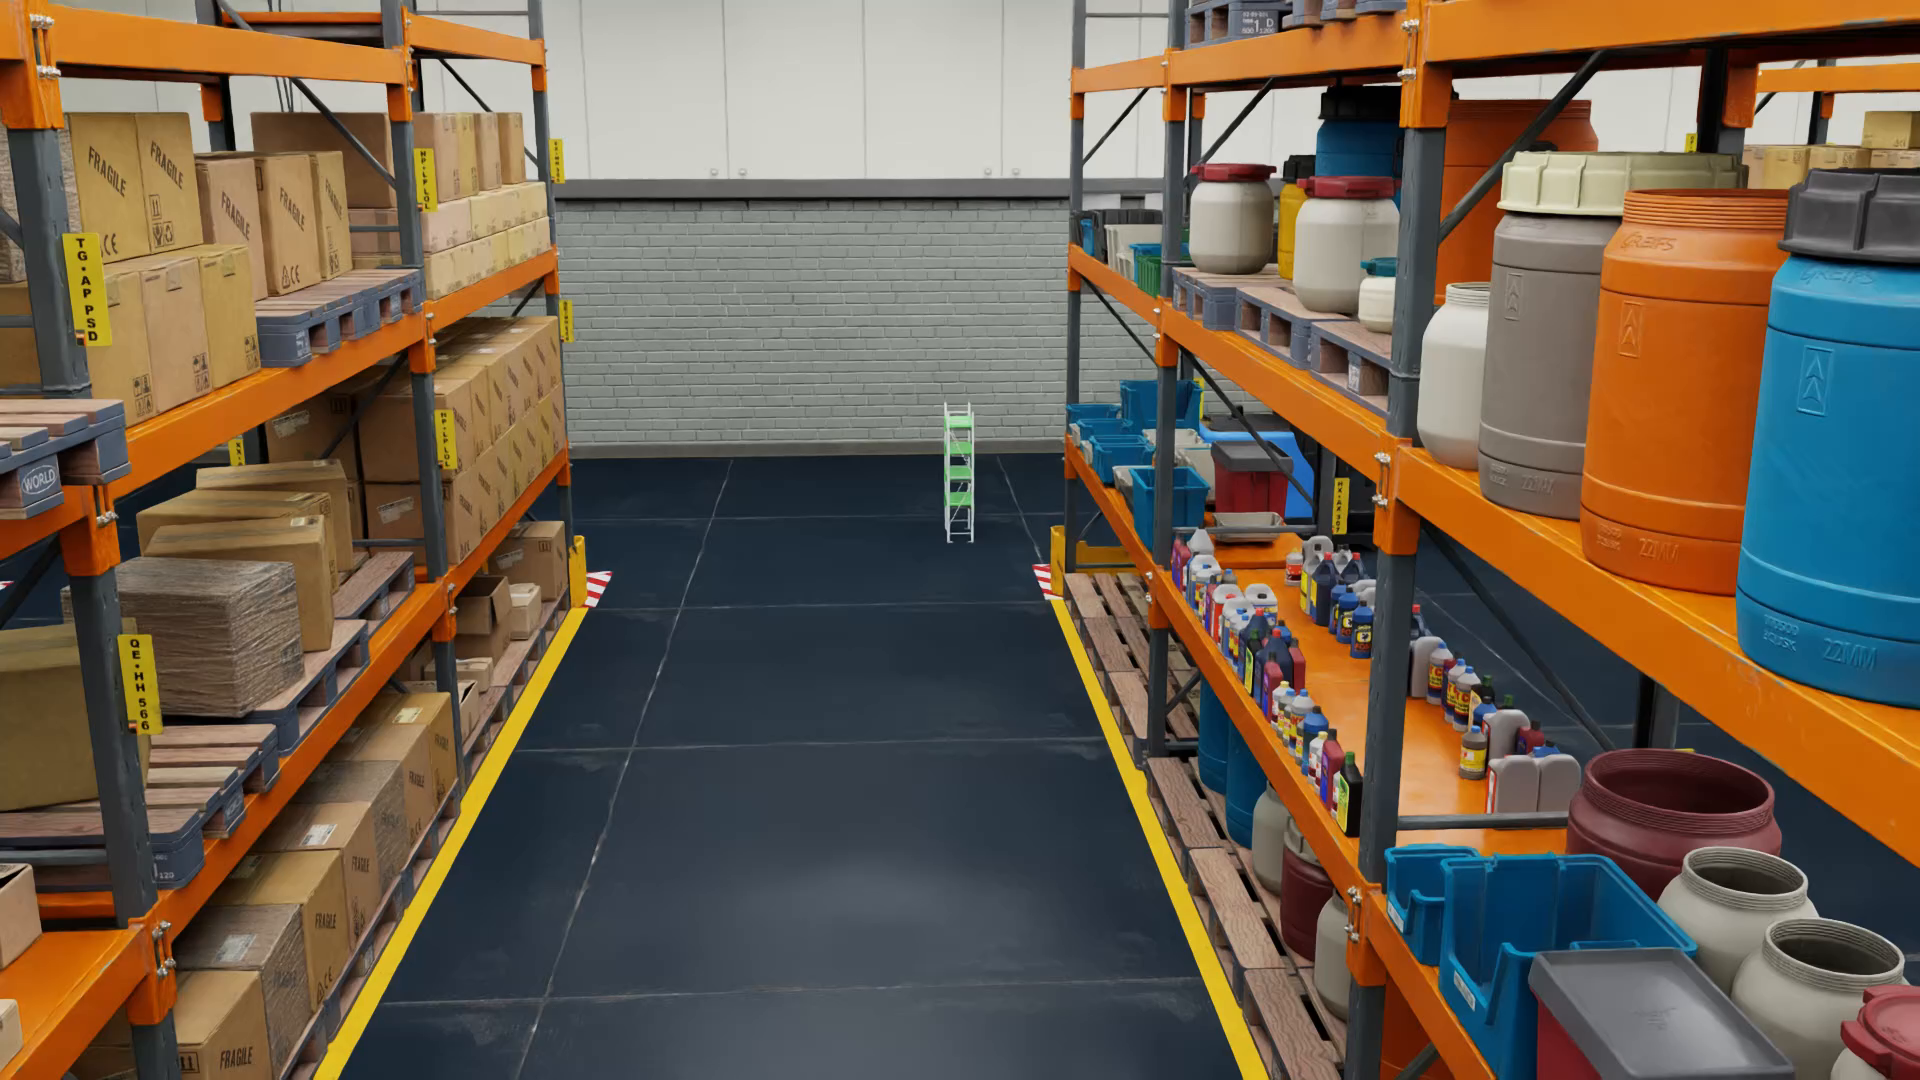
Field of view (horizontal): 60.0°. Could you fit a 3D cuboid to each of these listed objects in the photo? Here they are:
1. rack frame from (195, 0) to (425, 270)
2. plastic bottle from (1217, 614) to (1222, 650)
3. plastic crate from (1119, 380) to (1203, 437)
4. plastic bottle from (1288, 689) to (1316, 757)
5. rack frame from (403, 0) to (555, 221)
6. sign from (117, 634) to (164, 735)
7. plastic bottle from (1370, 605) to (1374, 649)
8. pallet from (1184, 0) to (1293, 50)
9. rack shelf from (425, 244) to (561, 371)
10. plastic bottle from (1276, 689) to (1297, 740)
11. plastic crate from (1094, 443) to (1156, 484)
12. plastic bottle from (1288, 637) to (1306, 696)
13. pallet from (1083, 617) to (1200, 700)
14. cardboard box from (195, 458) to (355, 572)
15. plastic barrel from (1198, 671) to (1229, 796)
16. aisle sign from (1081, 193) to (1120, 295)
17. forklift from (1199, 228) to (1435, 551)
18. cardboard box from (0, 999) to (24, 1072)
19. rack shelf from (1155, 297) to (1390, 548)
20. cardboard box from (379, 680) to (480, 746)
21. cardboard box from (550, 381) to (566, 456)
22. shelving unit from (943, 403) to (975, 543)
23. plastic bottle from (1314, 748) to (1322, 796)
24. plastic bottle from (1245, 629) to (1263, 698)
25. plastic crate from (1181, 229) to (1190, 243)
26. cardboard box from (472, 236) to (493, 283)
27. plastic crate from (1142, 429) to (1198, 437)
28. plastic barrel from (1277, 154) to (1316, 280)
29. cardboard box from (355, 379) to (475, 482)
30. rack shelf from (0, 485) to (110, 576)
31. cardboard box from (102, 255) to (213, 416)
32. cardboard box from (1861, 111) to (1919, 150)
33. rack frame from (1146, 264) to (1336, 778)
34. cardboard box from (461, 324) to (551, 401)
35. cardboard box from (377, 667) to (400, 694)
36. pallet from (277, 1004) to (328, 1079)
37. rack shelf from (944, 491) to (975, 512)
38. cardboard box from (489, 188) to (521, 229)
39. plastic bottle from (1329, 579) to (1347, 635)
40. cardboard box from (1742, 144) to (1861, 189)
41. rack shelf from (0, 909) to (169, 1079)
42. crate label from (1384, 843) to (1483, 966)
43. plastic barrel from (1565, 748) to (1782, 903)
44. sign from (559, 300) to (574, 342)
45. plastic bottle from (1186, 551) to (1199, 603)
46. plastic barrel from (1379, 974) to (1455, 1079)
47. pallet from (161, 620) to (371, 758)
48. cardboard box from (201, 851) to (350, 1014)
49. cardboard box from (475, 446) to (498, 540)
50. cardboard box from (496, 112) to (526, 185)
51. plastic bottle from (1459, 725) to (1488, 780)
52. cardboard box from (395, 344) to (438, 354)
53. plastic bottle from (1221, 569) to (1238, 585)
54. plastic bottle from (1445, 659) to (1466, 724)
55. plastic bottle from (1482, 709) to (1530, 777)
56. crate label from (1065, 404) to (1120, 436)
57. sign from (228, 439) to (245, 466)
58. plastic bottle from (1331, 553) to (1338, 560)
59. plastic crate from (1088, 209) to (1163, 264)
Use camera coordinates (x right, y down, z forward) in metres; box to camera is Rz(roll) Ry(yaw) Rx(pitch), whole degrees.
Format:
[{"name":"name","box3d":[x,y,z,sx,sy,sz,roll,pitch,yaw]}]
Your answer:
[{"name":"rack frame","box3d":[-3.344,-2.880,8.386,1.000,3.000,0.127,-1,14,-3]},{"name":"plastic bottle","box3d":[1.286,0.426,7.973,0.097,0.201,0.097,0,14,0]},{"name":"plastic crate","box3d":[1.559,-1.011,12.969,0.616,0.435,0.499,-1,14,-3]},{"name":"plastic bottle","box3d":[1.370,0.729,6.654,0.097,0.271,0.097,0,14,0]},{"name":"rack frame","box3d":[-3.592,-3.875,12.252,1.000,3.000,0.127,-1,14,-3]},{"name":"sign","box3d":[-2.542,0.450,5.159,0.100,0.325,0.005,-1,14,-3]},{"name":"plastic bottle","box3d":[2.024,0.410,7.886,0.152,0.276,0.135,-1,14,-3]},{"name":"pallet","box3d":[1.682,-2.466,7.955,1.003,0.211,1.213,-1,14,-3]},{"name":"rack shelf","box3d":[-3.468,-1.577,10.783,1.077,0.370,4.000,-1,14,-3]},{"name":"plastic bottle","box3d":[1.358,0.715,6.851,0.097,0.201,0.097,0,14,0]},{"name":"plastic crate","box3d":[1.139,-0.525,11.486,0.416,0.233,0.300,-1,14,-3]},{"name":"plastic bottle","box3d":[1.459,0.574,7.233,0.061,0.283,0.133,-1,14,-3]},{"name":"pallet","box3d":[1.437,0.813,11.665,1.003,0.211,1.213,-1,14,-3]},{"name":"cardboard box","box3d":[-3.538,-0.106,8.597,0.700,0.500,0.500,-6,16,-22]},{"name":"plastic barrel","box3d":[1.617,0.898,9.109,0.600,0.901,0.708,-1,14,-3]},{"name":"aisle sign","box3d":[1.051,-2.318,13.021,0.394,0.787,0.004,-1,14,-3]},{"name":"forklift","box3d":[3.628,-1.454,15.020,3.031,2.935,1.130,-1,14,-2]},{"name":"cardboard box","box3d":[-2.765,1.361,4.446,0.380,0.149,0.250,-1,14,-3]},{"name":"rack shelf","box3d":[1.724,-0.658,7.210,1.077,0.370,4.000,-1,14,-3]},{"name":"cardboard box","box3d":[-3.154,1.006,9.832,0.500,0.311,0.500,-1,14,-3]},{"name":"cardboard box","box3d":[-3.292,-0.911,12.571,0.500,0.500,0.500,0,14,-2]},{"name":"shelving unit","box3d":[-0.010,-0.622,15.260,0.258,1.200,0.503,-1,14,-3]},{"name":"plastic bottle","box3d":[1.394,0.860,6.287,0.097,0.201,0.097,0,14,0]},{"name":"plastic bottle","box3d":[1.306,0.543,7.353,0.061,0.283,0.133,-1,14,-3]},{"name":"plastic crate","box3d":[1.698,-2.155,12.010,0.450,0.188,0.336,-1,14,-3]},{"name":"cardboard box","box3d":[-3.184,-1.729,10.230,0.500,0.250,0.500,-1,14,-3]},{"name":"plastic crate","box3d":[1.583,-0.747,12.541,0.396,0.136,0.243,-1,14,-3]},{"name":"plastic barrel","box3d":[1.859,-1.574,8.108,0.600,0.588,0.600,0,14,0]},{"name":"cardboard box","box3d":[-3.092,-0.629,9.469,0.500,0.500,0.500,-1,14,-2]},{"name":"rack shelf","box3d":[-2.972,0.413,3.050,1.077,0.370,4.000,-1,14,-3]},{"name":"cardboard box","box3d":[-3.188,-0.716,5.794,0.910,0.500,0.500,-1,14,-3]},{"name":"cardboard box","box3d":[6.411,-2.735,11.093,0.500,0.250,0.500,-1,14,-5]},{"name":"rack frame","box3d":[1.600,-0.051,9.427,1.000,3.000,0.127,-1,14,-3]},{"name":"cardboard box","box3d":[-3.258,-1.270,11.961,0.500,0.500,0.500,0,14,-2]},{"name":"cardboard box","box3d":[-3.662,0.885,9.924,0.500,0.500,0.500,-1,14,-3]},{"name":"pallet","box3d":[-3.105,2.184,6.339,1.003,0.211,1.213,-1,14,-3]},{"name":"rack shelf","box3d":[-0.010,-0.328,15.336,0.258,0.148,0.480,-1,14,-3]},{"name":"cardboard box","box3d":[-3.247,-2.219,11.134,0.500,0.250,0.500,-1,14,-3]},{"name":"plastic bottle","box3d":[1.878,0.328,8.216,0.097,0.271,0.097,0,14,0]},{"name":"cardboard box","box3d":[6.381,-2.746,12.640,0.700,0.500,0.500,-2,15,-7]},{"name":"rack shelf","box3d":[-2.972,1.865,3.424,1.077,0.370,4.000,-1,14,-3]},{"name":"crate label","box3d":[1.500,1.136,5.152,0.303,0.233,0.416,-1,14,-3]},{"name":"plastic barrel","box3d":[2.179,0.989,5.113,0.600,0.536,0.708,-1,14,-3]},{"name":"sign","box3d":[-3.037,-1.687,12.830,0.100,0.325,0.005,-1,14,-3]},{"name":"plastic bottle","box3d":[1.237,0.195,8.730,0.097,0.271,0.097,0,14,0]},{"name":"plastic barrel","box3d":[1.801,1.670,6.251,0.600,0.830,0.708,-1,14,-3]},{"name":"pallet","box3d":[-3.221,0.629,7.171,1.003,0.211,1.213,-1,14,-3]},{"name":"cardboard box","box3d":[-2.903,1.645,6.972,0.500,0.500,0.500,-1,14,-4]},{"name":"cardboard box","box3d":[-3.139,-0.282,10.125,0.500,0.500,0.500,-1,14,-2]},{"name":"cardboard box","box3d":[-3.544,-2.828,11.993,0.700,0.500,0.500,-1,14,-3]},{"name":"plastic bottle","box3d":[1.992,0.819,6.445,0.097,0.201,0.097,0,14,0]},{"name":"cardboard box","box3d":[-3.729,-1.007,10.938,0.500,0.500,0.500,-1,14,-4]},{"name":"plastic bottle","box3d":[1.394,0.251,8.653,0.097,0.201,0.097,0,14,0]},{"name":"plastic bottle","box3d":[2.107,0.635,7.021,0.097,0.271,0.097,0,14,0]},{"name":"plastic bottle","box3d":[2.115,0.777,6.461,0.152,0.276,0.135,-1,14,-3]},{"name":"crate label","box3d":[1.039,-0.927,13.048,0.416,0.233,0.303,-1,14,-3]},{"name":"sign","box3d":[-3.885,-0.384,8.986,0.100,0.325,0.005,-1,14,-3]},{"name":"plastic bottle","box3d":[1.970,0.193,8.728,0.152,0.276,0.135,-1,14,-3]},{"name":"plastic crate","box3d":[1.173,-2.084,11.434,0.504,0.338,0.767,-1,14,-3]}]
